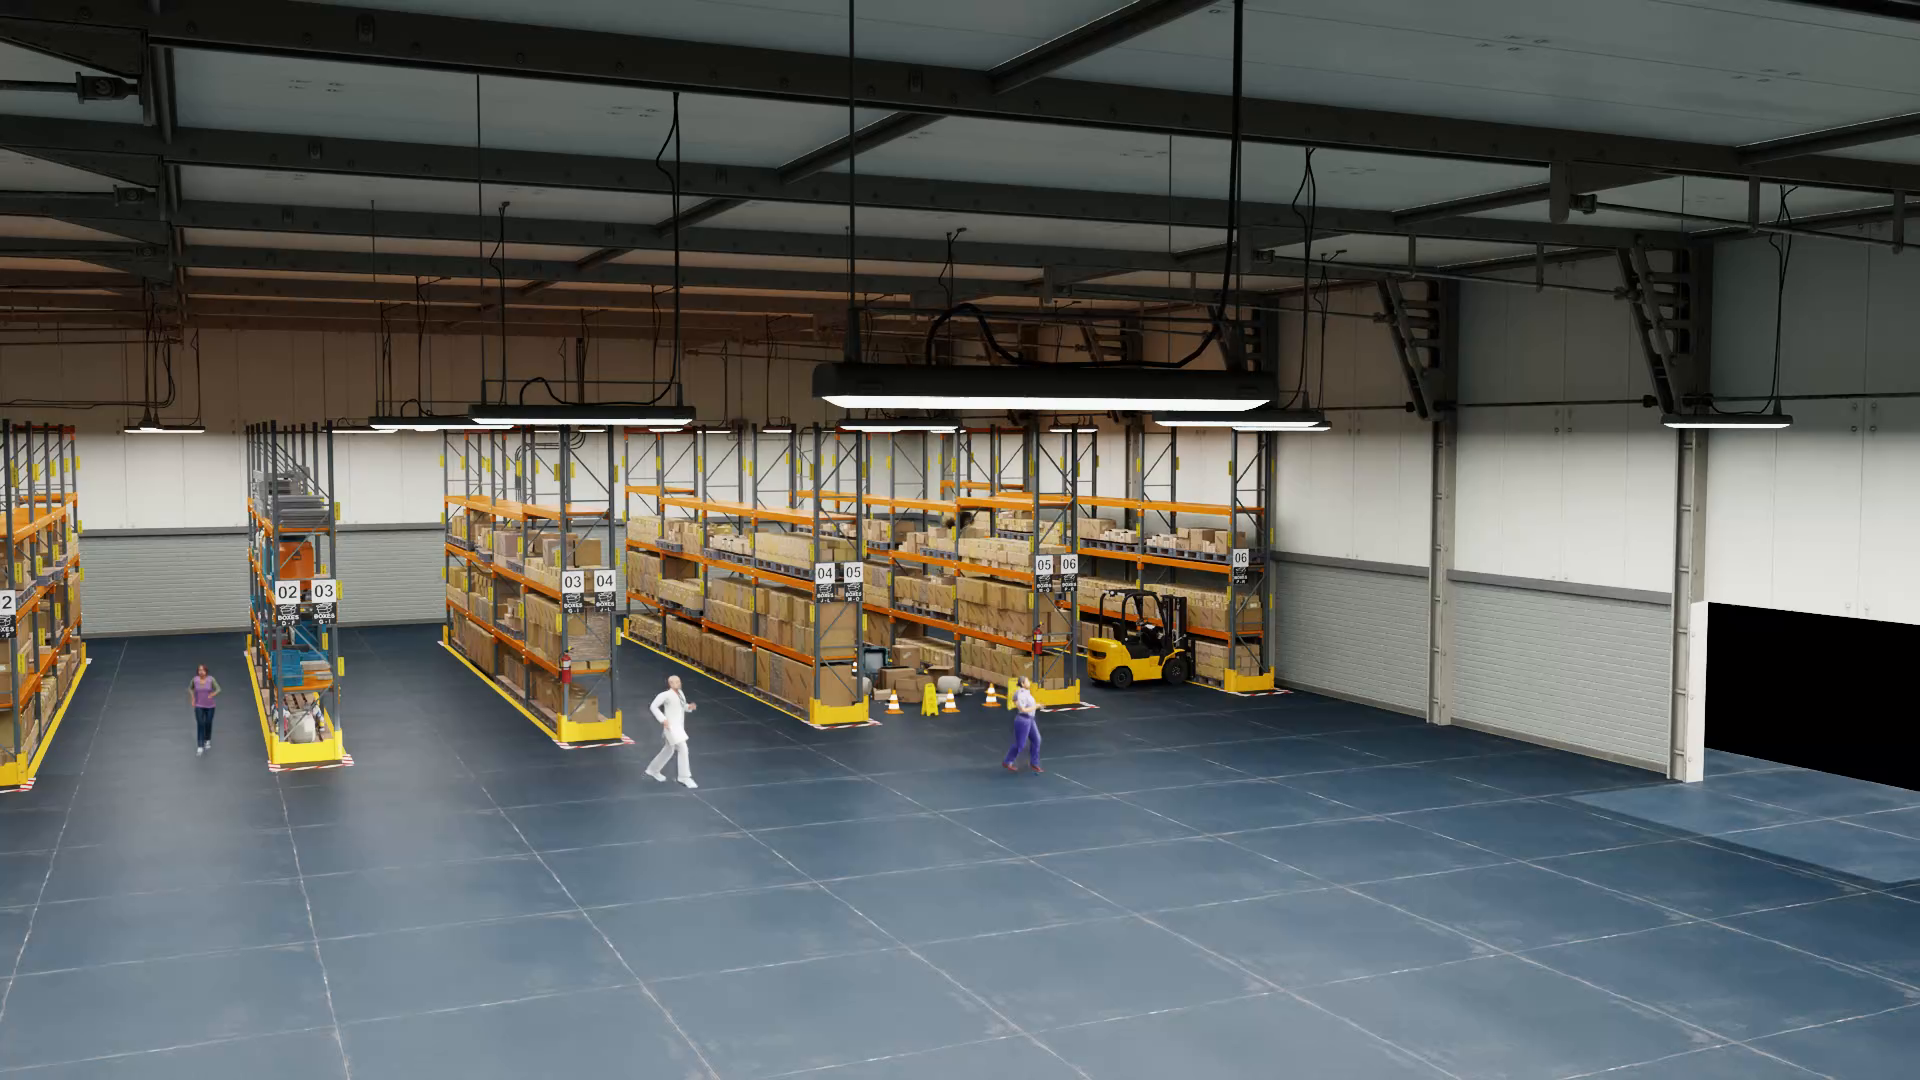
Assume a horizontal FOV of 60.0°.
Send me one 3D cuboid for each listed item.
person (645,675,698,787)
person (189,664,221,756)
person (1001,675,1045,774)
[{"bbox_3d":[-4.725,3.129,27.305,0.924,1.836,0.643,1,4,10],"label":"person"},{"bbox_3d":[-13.631,3.043,30.044,0.530,1.637,0.730,-2,4,-25],"label":"person"},{"bbox_3d":[1.072,3.142,28.150,0.726,1.696,0.590,1,4,14],"label":"person"}]
